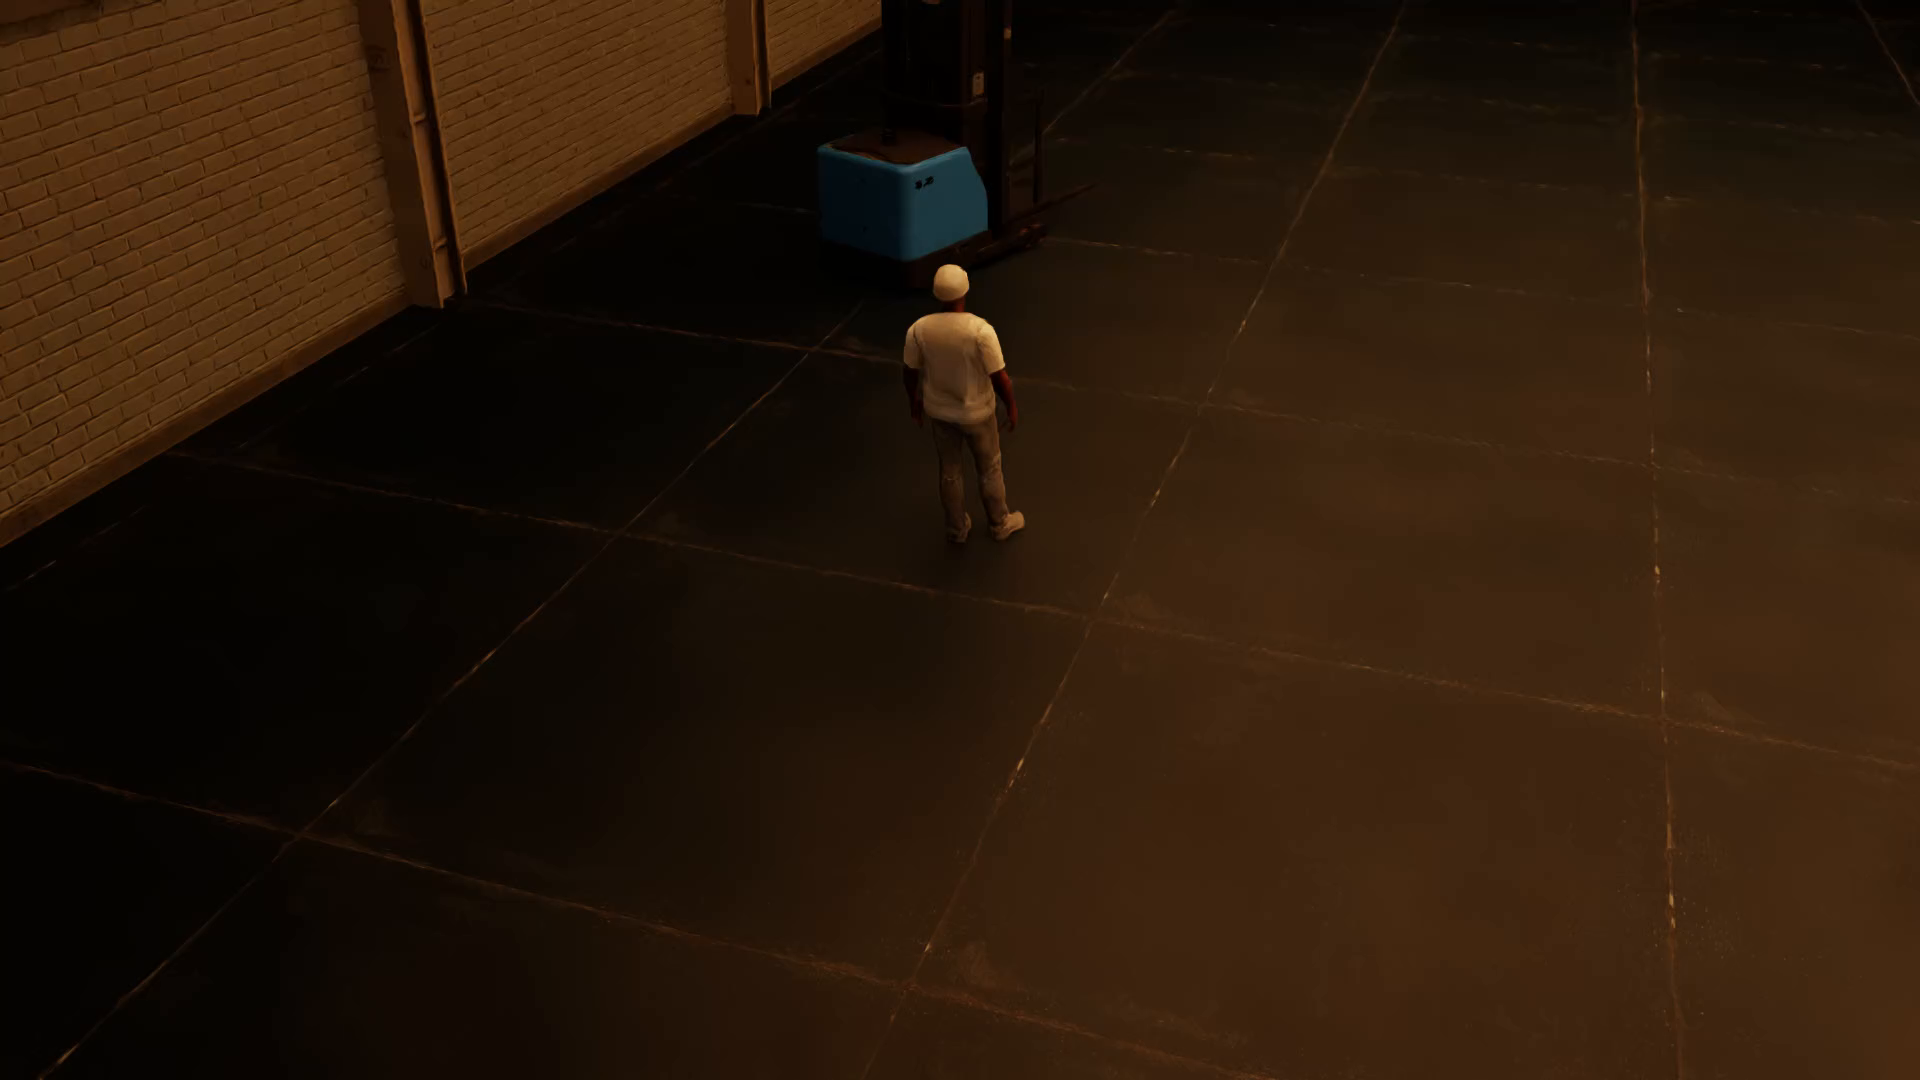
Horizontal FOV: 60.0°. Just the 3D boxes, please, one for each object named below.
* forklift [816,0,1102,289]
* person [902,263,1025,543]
[{"bbox_3d":[0.126,-3.974,14.107,1.130,2.935,3.031,22,36,33],"label":"forklift"},{"bbox_3d":[0.028,-0.805,9.711,0.665,1.766,0.576,10,31,16],"label":"person"}]
